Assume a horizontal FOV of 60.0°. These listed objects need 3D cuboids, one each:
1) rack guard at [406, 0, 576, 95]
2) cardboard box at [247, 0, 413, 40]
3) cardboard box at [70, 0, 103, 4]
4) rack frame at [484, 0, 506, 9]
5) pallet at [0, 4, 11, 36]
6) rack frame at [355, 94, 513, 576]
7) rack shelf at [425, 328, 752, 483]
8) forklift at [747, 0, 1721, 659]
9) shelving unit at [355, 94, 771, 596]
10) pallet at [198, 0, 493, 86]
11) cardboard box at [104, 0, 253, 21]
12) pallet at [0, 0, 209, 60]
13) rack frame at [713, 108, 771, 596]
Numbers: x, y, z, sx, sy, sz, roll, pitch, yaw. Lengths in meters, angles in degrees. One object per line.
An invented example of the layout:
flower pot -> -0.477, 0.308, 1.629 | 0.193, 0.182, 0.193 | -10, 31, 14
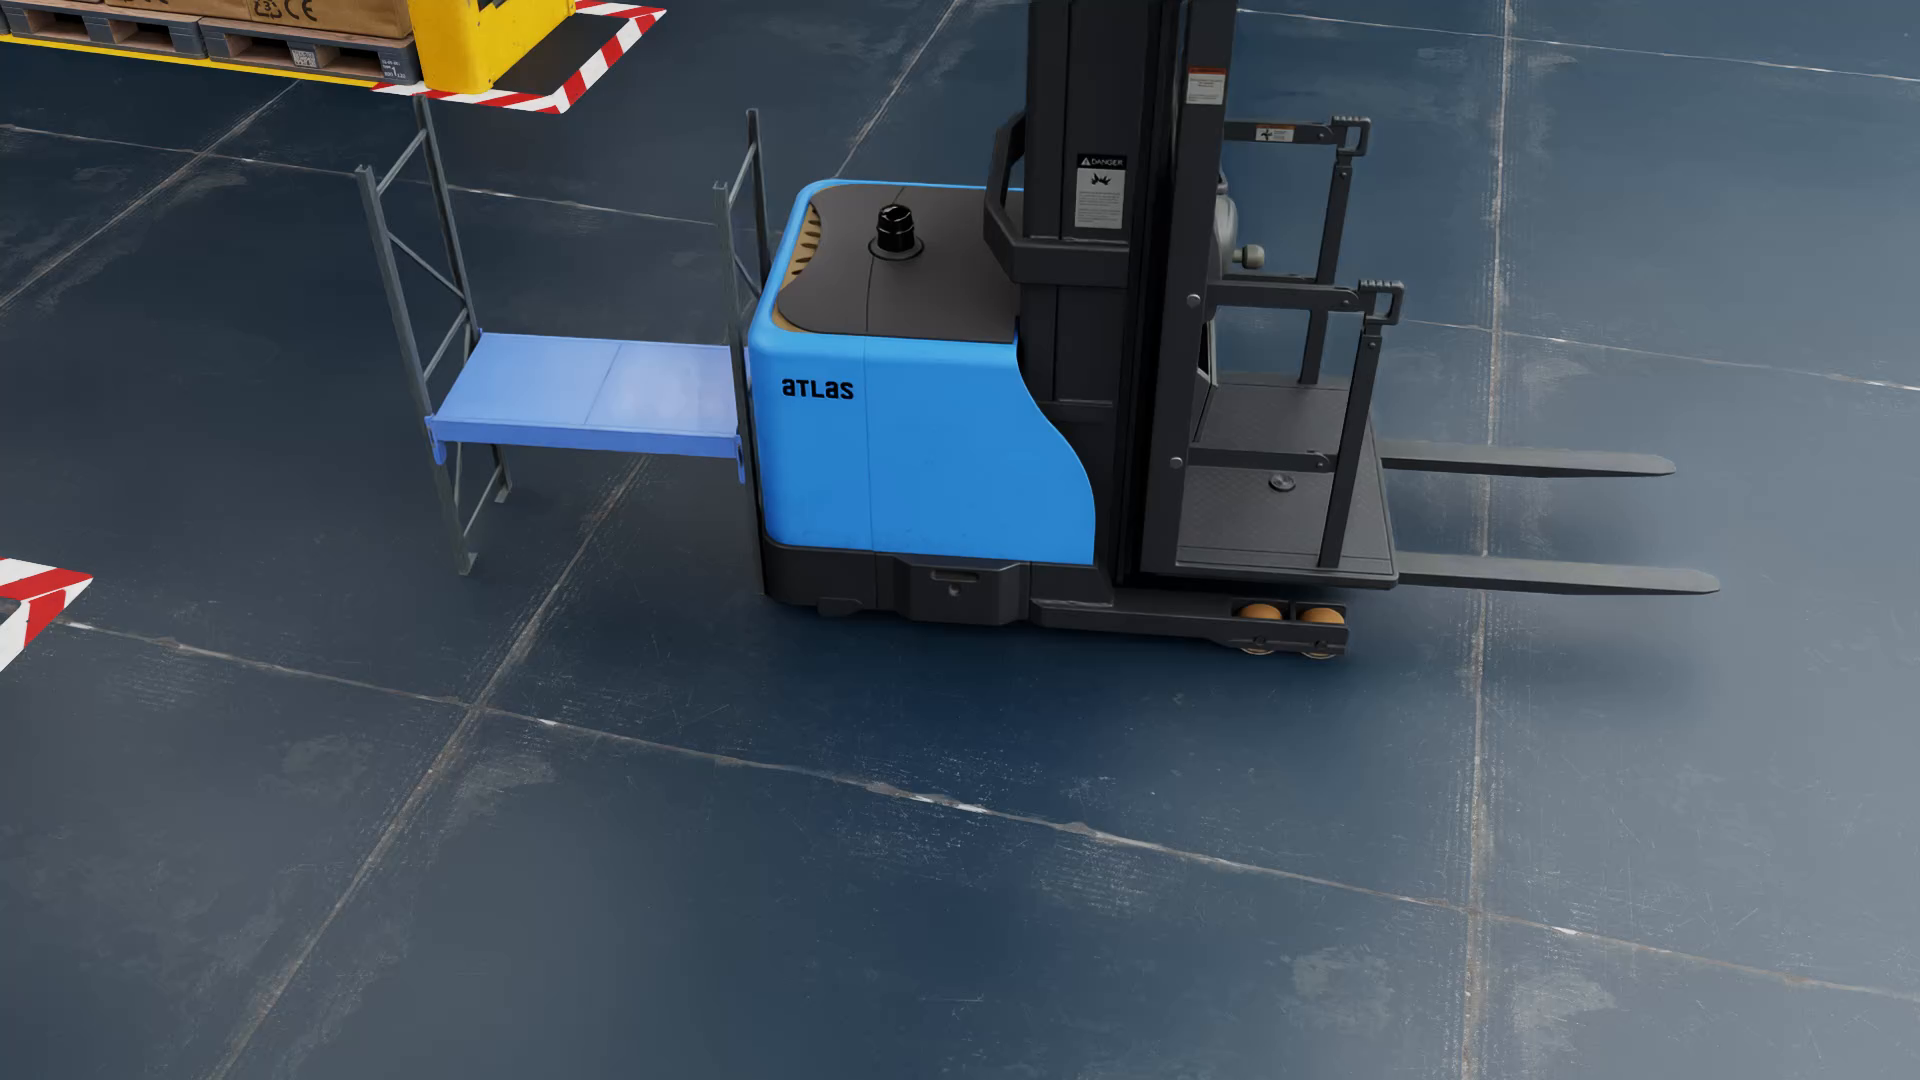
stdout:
rack guard -> -2.440, -2.833, 8.734 | 0.348, 0.500, 1.175 | 10, 41, 11
cardboard box -> -3.135, -3.213, 8.569 | 0.875, 0.875, 0.875 | 10, 41, 12
cardboard box -> -4.866, -3.511, 8.923 | 0.875, 0.875, 0.875 | 10, 41, 12
rack frame -> -2.463, -3.794, 7.935 | 0.127, 3.000, 1.000 | 10, 41, 11
pallet -> -5.613, -3.216, 9.415 | 1.213, 0.211, 1.003 | 10, 41, 11
rack frame -> -1.651, -0.614, 5.314 | 0.032, 1.500, 0.500 | 4, 40, 4
rack shelf -> -1.145, -0.444, 5.392 | 1.000, 0.185, 0.538 | 4, 40, 4
forklift -> 0.915, -1.104, 4.786 | 3.031, 2.935, 1.130 | 4, 40, 4
shelving unit -> -1.145, -0.582, 5.276 | 1.048, 1.500, 0.538 | 4, 40, 4
pallet -> -3.256, -2.810, 8.932 | 1.213, 0.211, 1.003 | 10, 41, 11
cardboard box -> -3.986, -3.358, 8.741 | 0.875, 0.875, 0.875 | 9, 41, 11
pallet -> -4.431, -3.015, 9.175 | 1.213, 0.211, 1.003 | 10, 41, 11
rack frame -> -0.639, -0.549, 5.238 | 0.032, 1.500, 0.500 | 4, 40, 4
